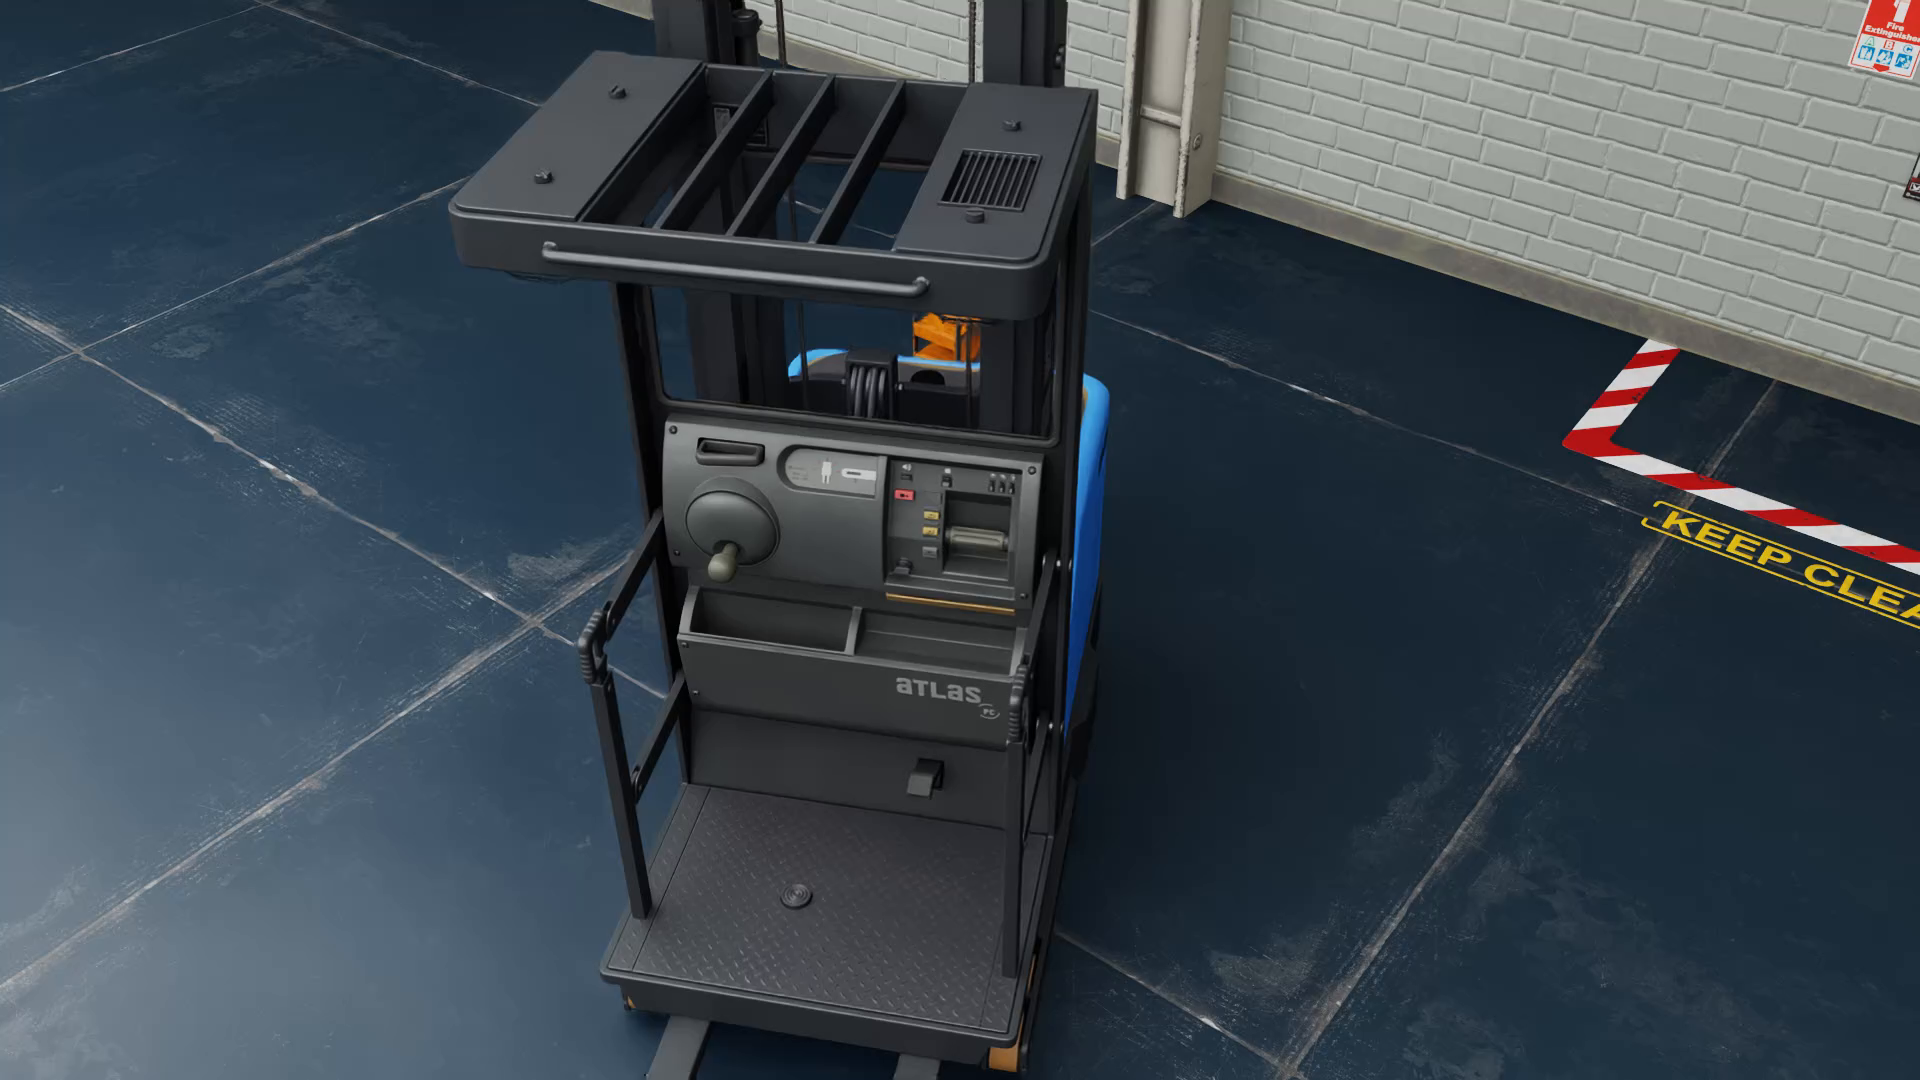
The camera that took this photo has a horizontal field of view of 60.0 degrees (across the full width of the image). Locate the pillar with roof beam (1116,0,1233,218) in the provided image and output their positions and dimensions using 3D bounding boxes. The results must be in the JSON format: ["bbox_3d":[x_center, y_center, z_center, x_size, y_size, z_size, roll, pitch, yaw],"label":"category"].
[{"bbox_3d":[-1.571,-3.189,3.024,0.400,9.000,9.100,25,45,29],"label":"pillar with roof beam"}]

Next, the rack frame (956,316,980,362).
[{"bbox_3d":[0.061,-0.444,5.843,0.006,1.200,0.240,25,45,29],"label":"rack frame"}]

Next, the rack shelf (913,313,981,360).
[{"bbox_3d":[-0.012,-0.726,5.692,0.180,0.103,0.258,25,45,29],"label":"rack shelf"}]

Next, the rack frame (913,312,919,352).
[{"bbox_3d":[-0.084,-0.512,5.931,0.006,1.200,0.240,25,45,29],"label":"rack frame"}]

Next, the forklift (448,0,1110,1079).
[{"bbox_3d":[-0.307,0.011,3.859,1.130,2.935,3.031,7,39,9],"label":"forklift"}]

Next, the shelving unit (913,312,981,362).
[{"bbox_3d":[-0.012,-0.478,5.887,0.189,1.200,0.258,25,45,29],"label":"shelving unit"}]

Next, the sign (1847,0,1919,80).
[{"bbox_3d":[3.494,-1.904,6.220,0.234,0.329,0.001,25,45,29],"label":"sign"}]

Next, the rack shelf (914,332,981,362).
[{"bbox_3d":[-0.012,-0.632,5.766,0.180,0.103,0.258,25,45,29],"label":"rack shelf"}]

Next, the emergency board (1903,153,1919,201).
[{"bbox_3d":[3.875,-1.645,5.917,0.626,1.169,0.157,25,45,29],"label":"emergency board"}]
